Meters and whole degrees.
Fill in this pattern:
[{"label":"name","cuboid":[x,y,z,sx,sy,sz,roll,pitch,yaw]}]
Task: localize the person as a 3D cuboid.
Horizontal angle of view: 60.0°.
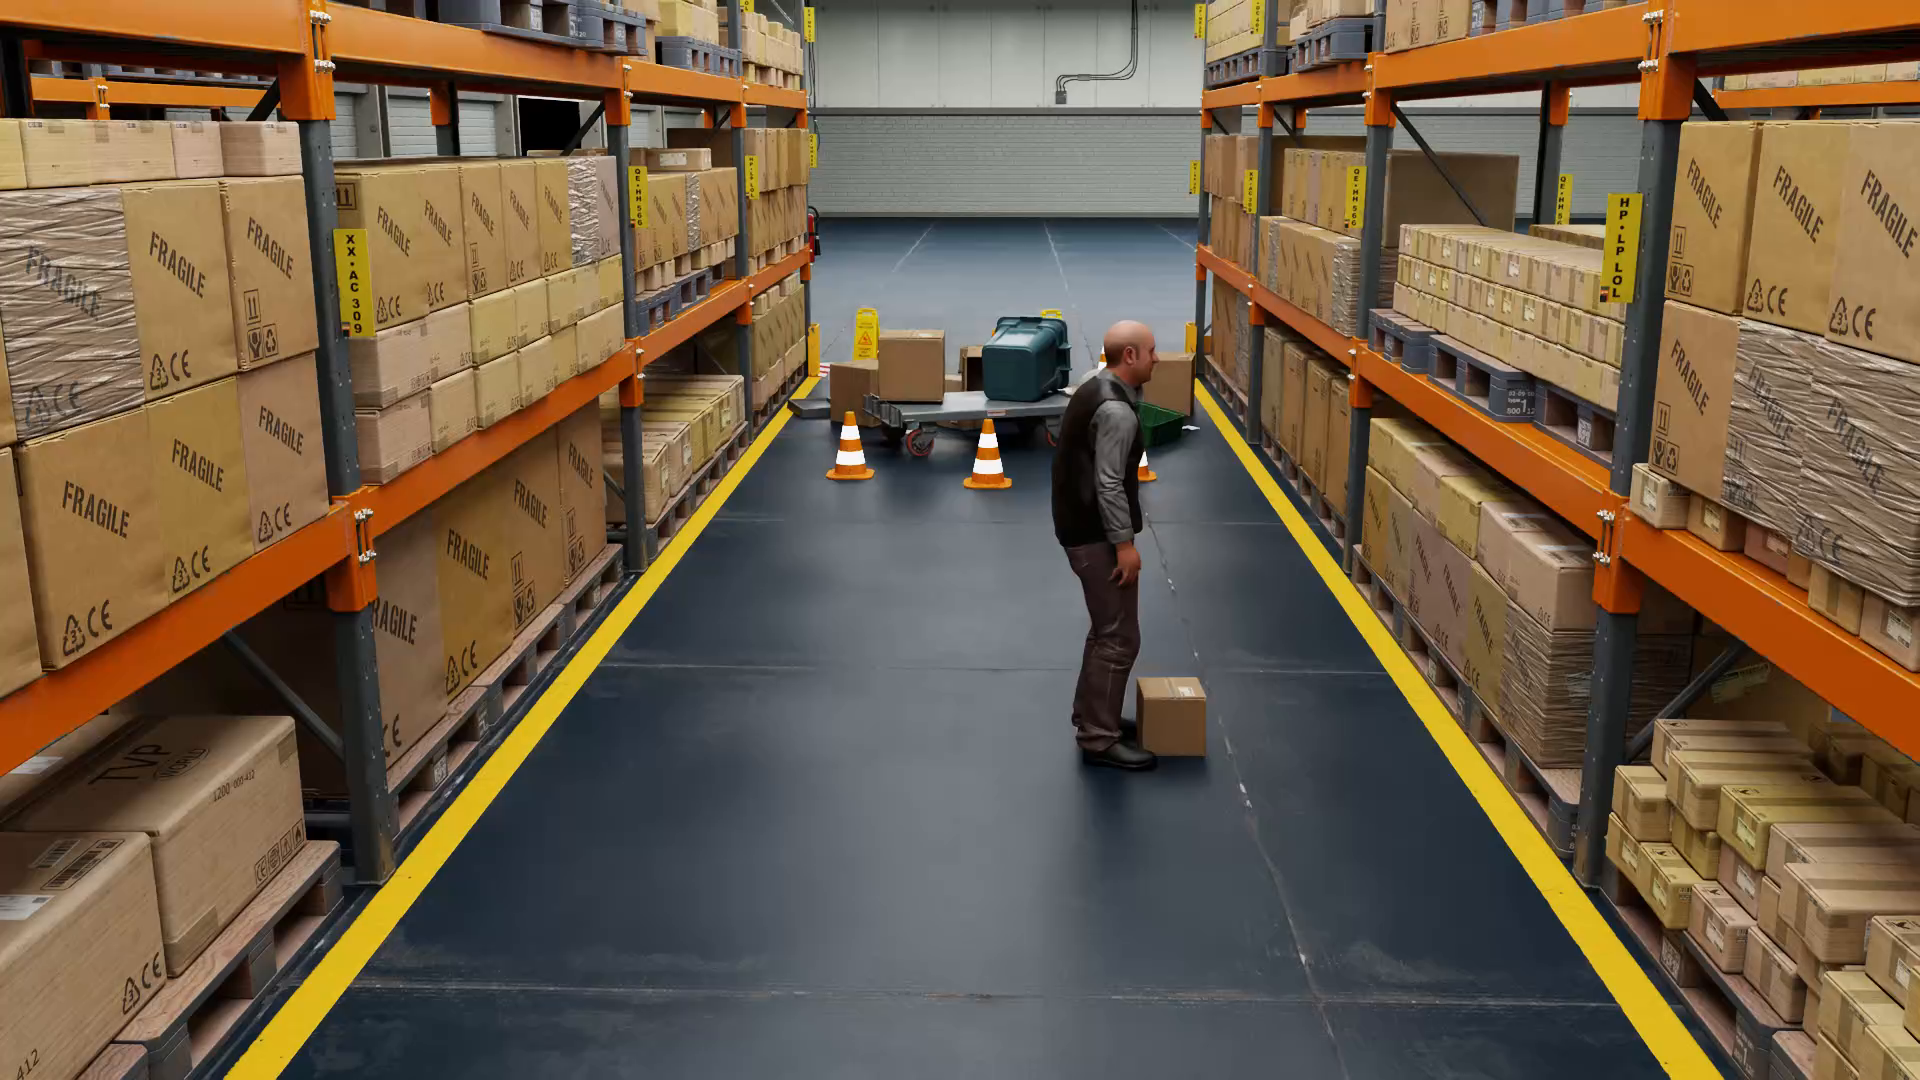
[{"label":"person","cuboid":[0.570,-0.001,6.554,0.426,1.720,0.592,0,14,-2]}]
